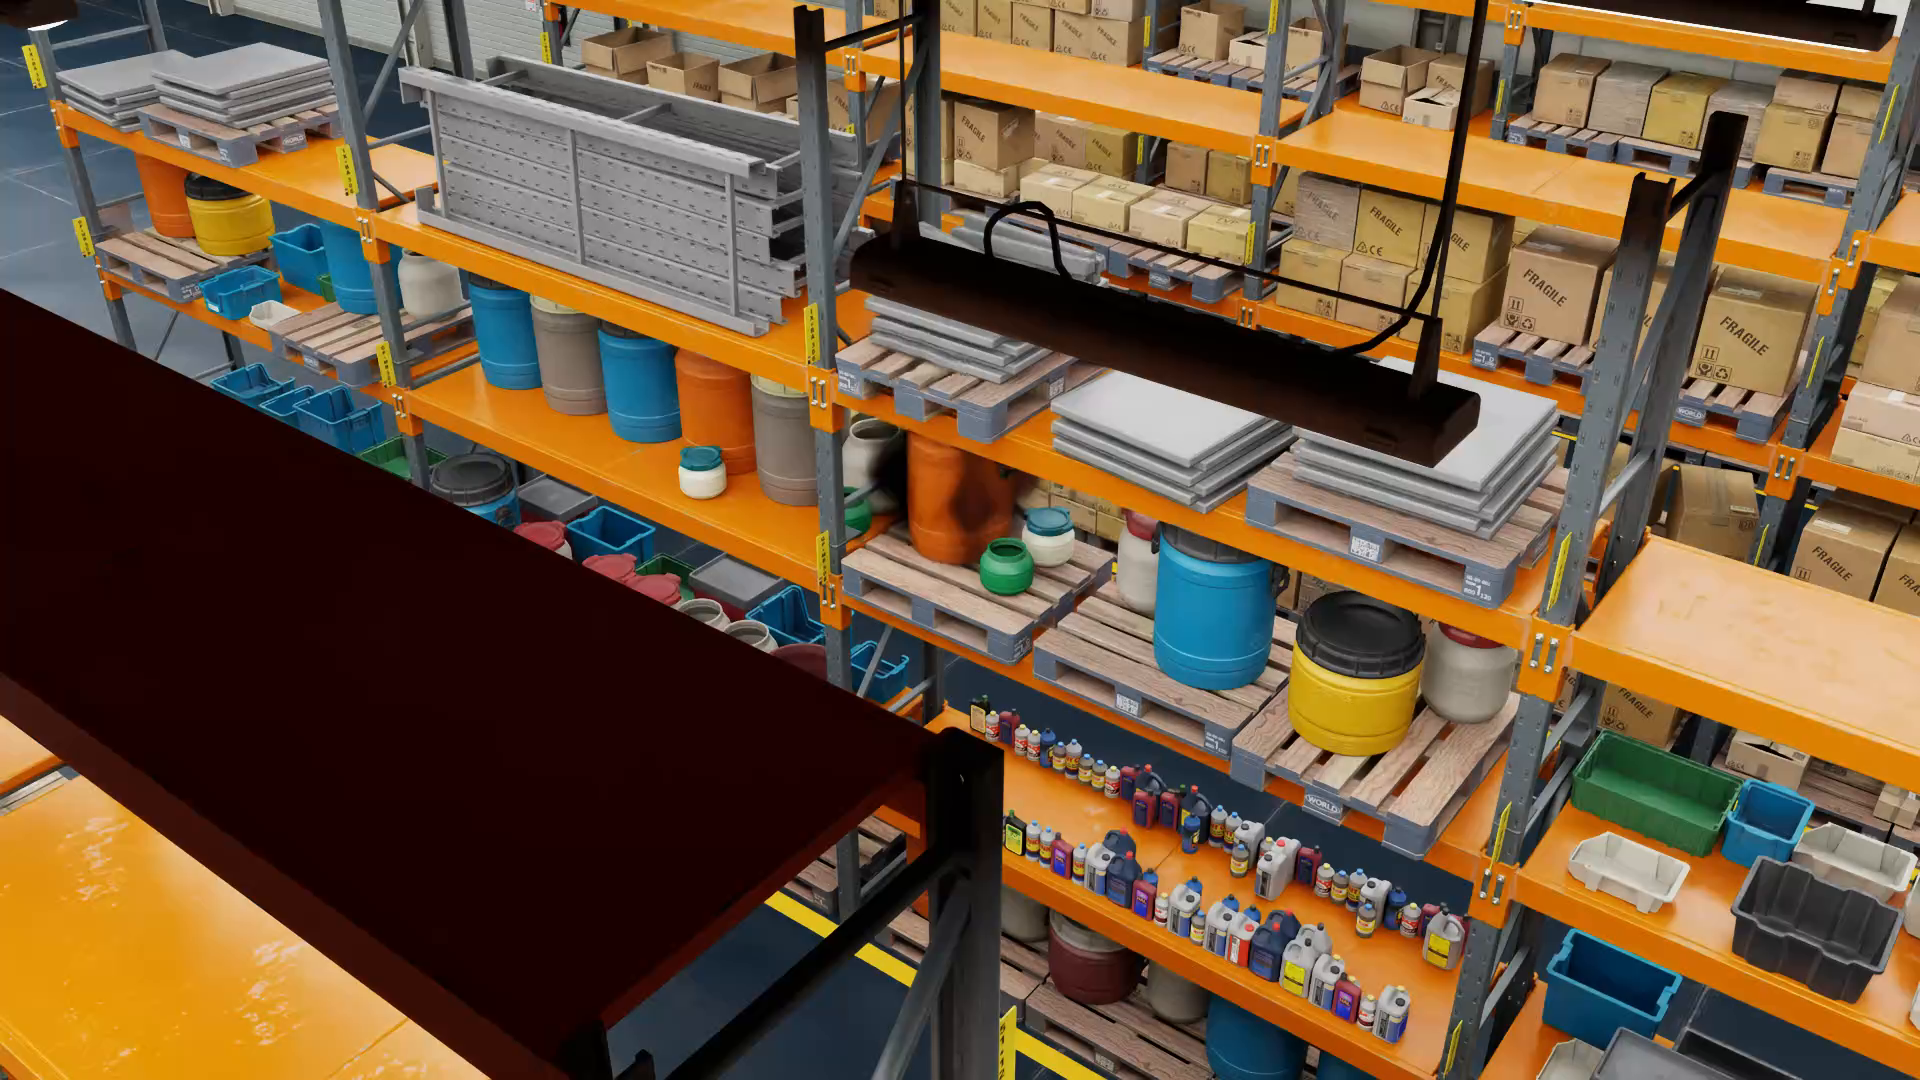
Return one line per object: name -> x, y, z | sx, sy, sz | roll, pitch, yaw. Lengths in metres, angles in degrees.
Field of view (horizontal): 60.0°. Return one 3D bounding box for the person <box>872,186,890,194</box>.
person -> -0.877, -3.864, 19.918 | 0.473, 1.781, 0.703 | -18, 36, -27
